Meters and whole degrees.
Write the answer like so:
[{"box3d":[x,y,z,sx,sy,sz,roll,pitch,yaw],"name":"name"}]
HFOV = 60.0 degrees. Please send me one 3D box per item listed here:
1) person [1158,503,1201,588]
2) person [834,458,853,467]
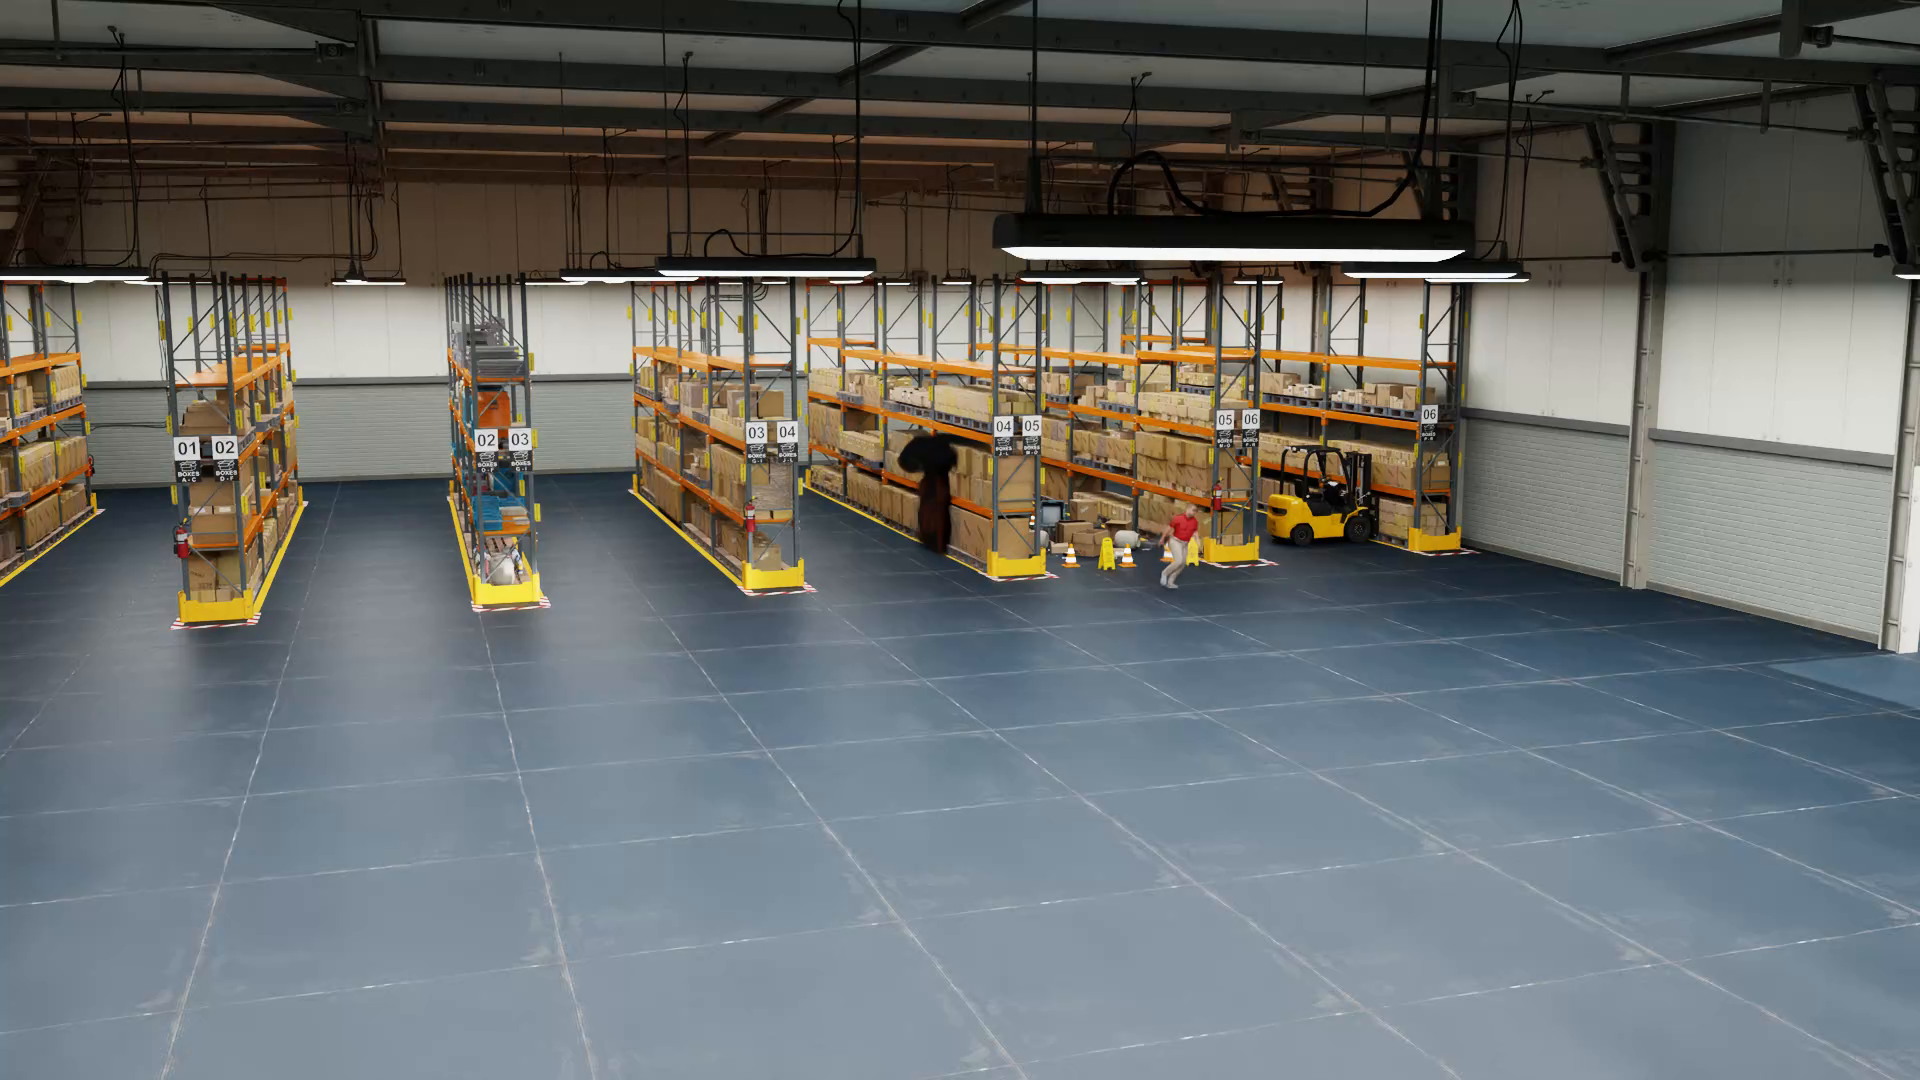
[{"box3d":[4.227,0.105,31.885,0.688,1.650,0.759,-8,11,-41],"name":"person"},{"box3d":[-3.566,-2.836,50.987,0.580,1.784,0.795,6,11,36],"name":"person"}]
